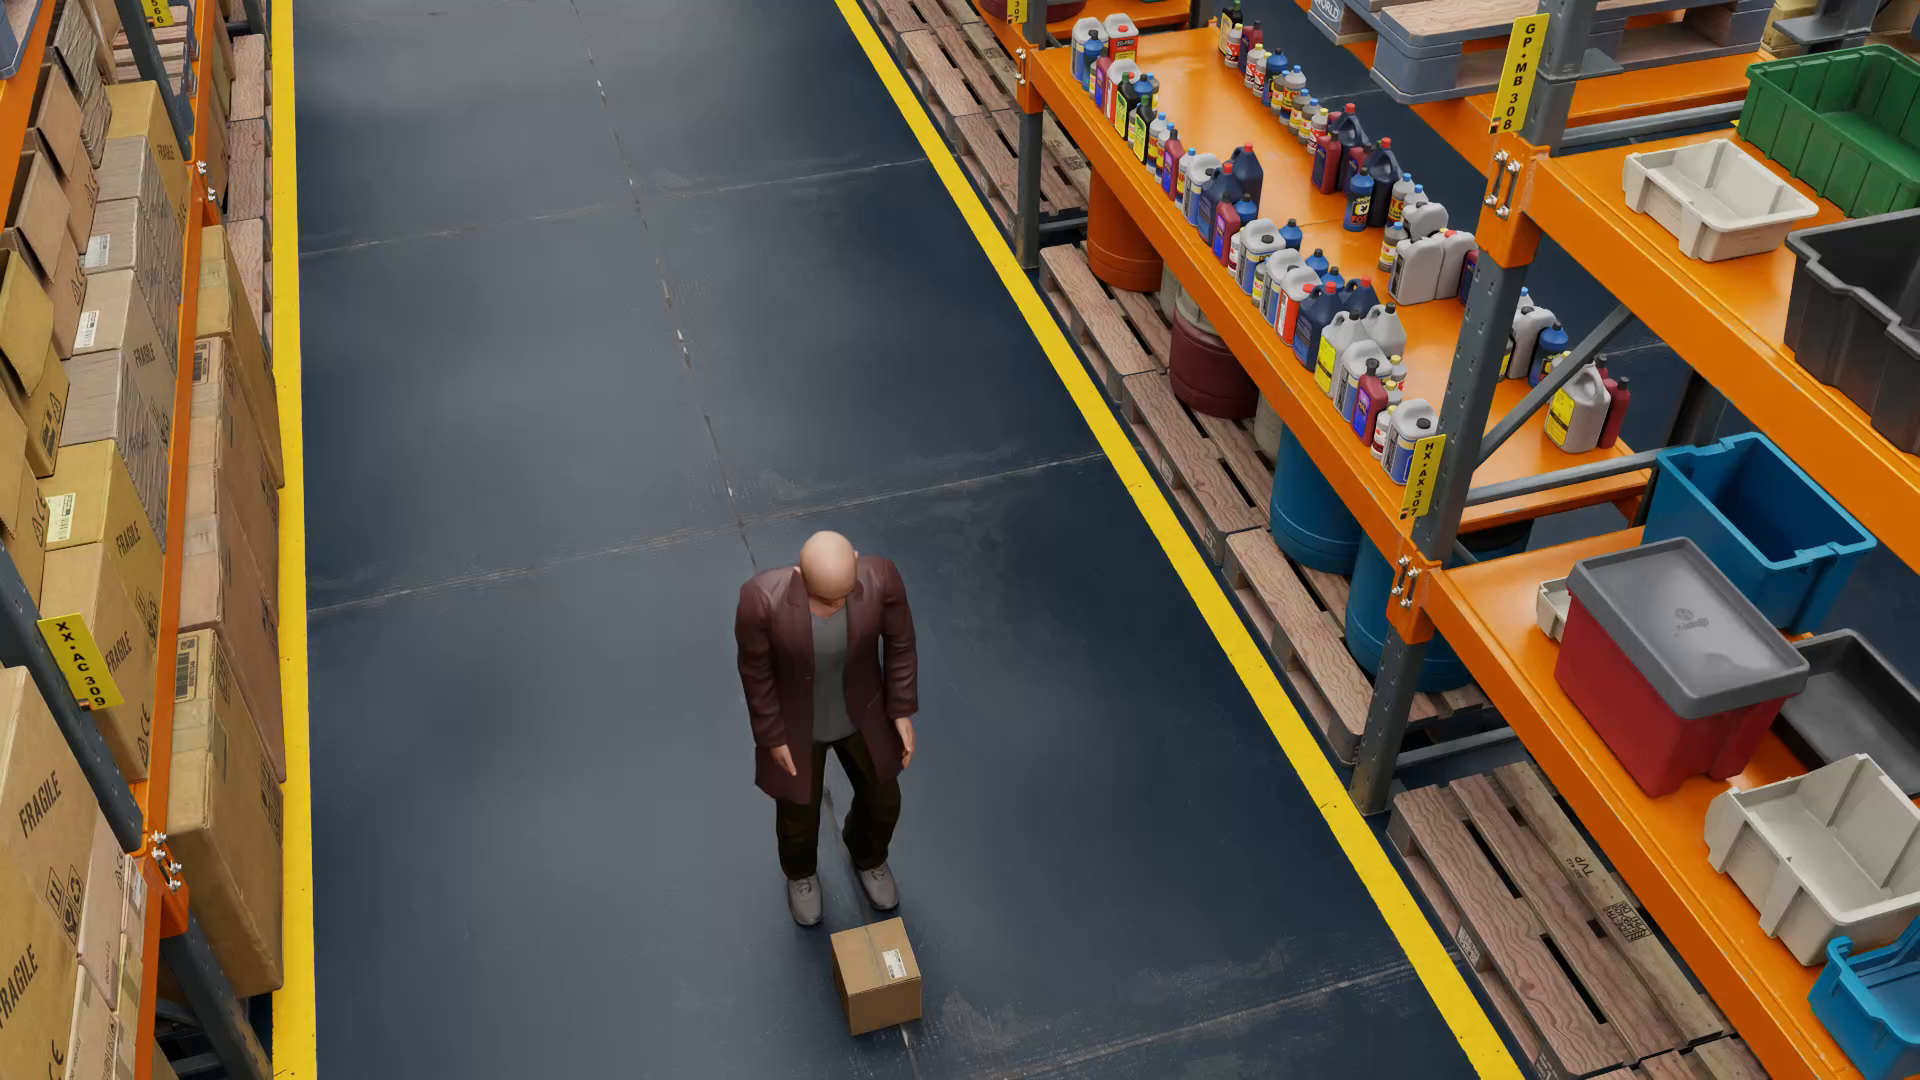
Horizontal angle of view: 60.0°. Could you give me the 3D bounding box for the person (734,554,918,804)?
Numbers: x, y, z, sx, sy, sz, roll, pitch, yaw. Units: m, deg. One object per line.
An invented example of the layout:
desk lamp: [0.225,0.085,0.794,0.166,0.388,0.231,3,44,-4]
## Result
person: [-0.422,0.424,5.395,0.587,0.963,0.396,-11,43,-12]
